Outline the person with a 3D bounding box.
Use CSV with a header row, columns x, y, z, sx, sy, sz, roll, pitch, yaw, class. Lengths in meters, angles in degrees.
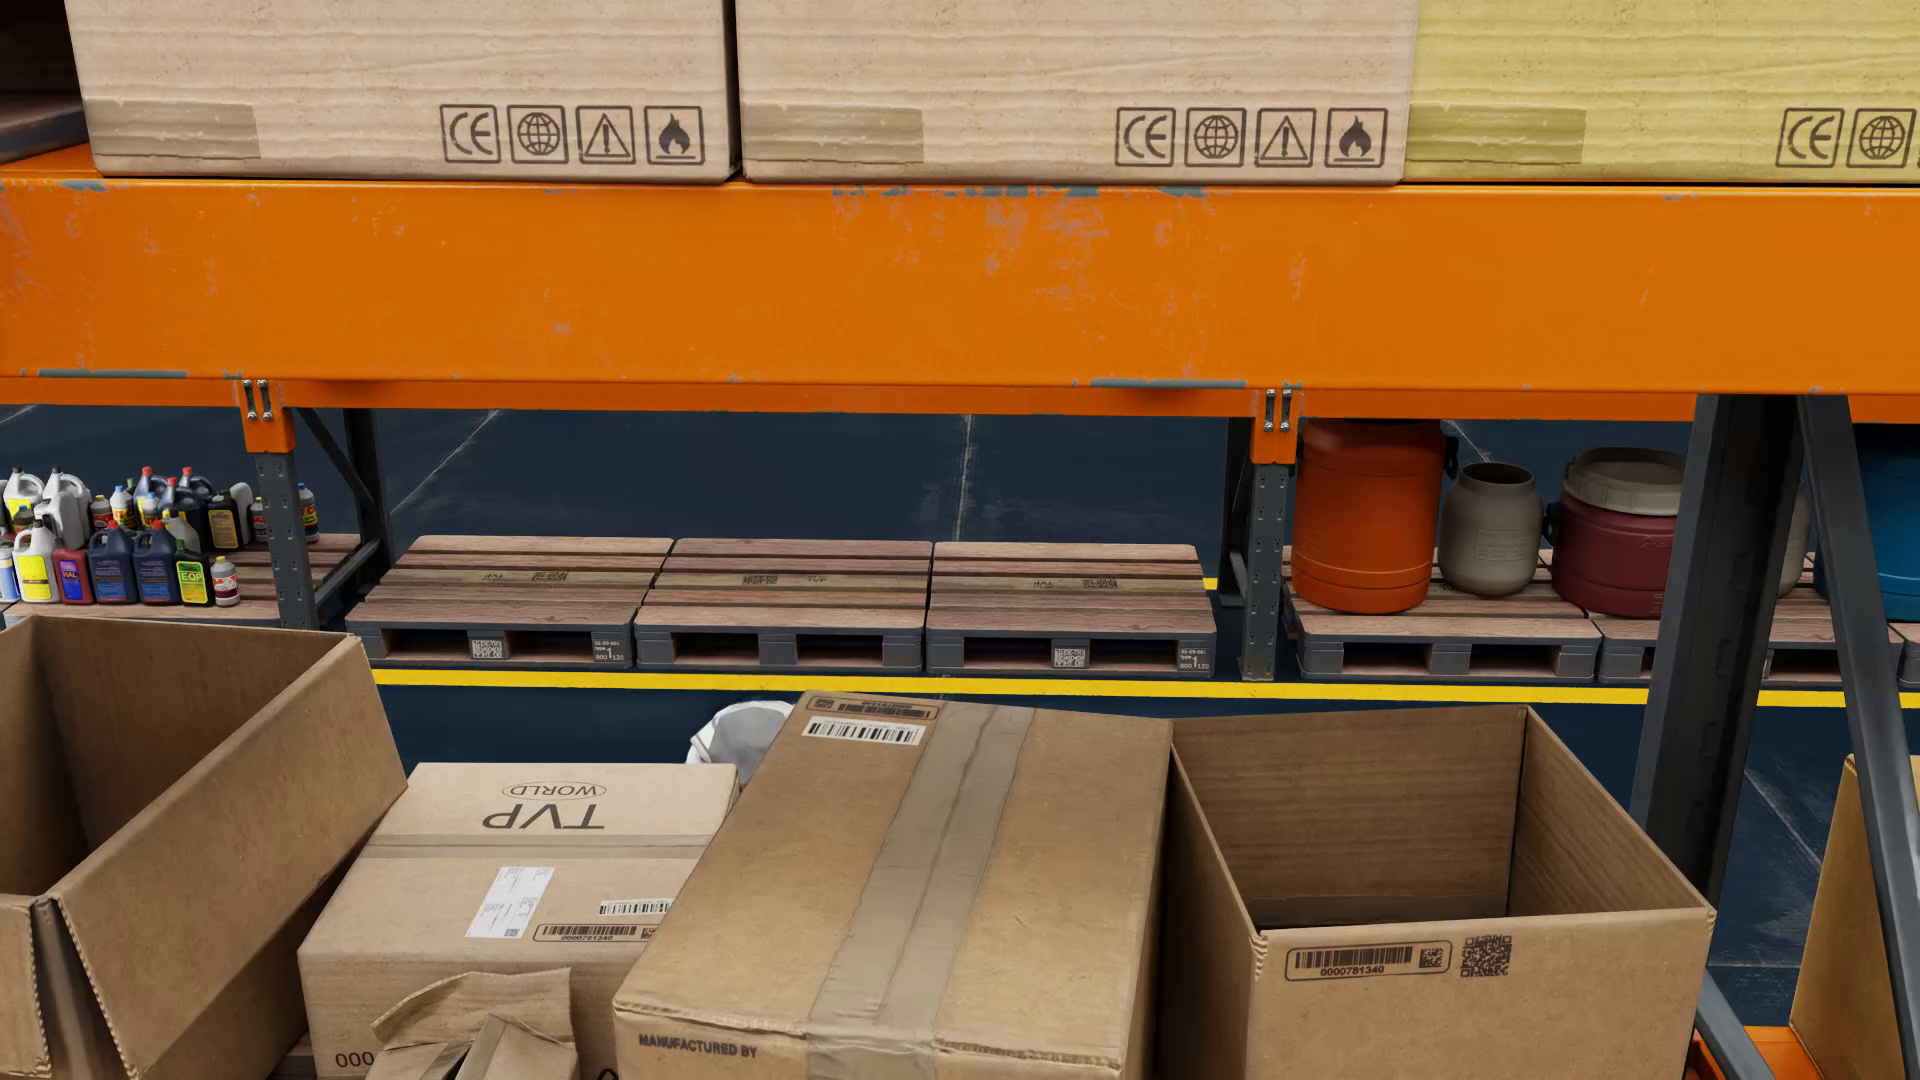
x,y,z,sx,sy,sz,roll,pitch,yaw,class
-0.631,0.358,5.111,0.459,1.686,0.562,1,21,3,person
